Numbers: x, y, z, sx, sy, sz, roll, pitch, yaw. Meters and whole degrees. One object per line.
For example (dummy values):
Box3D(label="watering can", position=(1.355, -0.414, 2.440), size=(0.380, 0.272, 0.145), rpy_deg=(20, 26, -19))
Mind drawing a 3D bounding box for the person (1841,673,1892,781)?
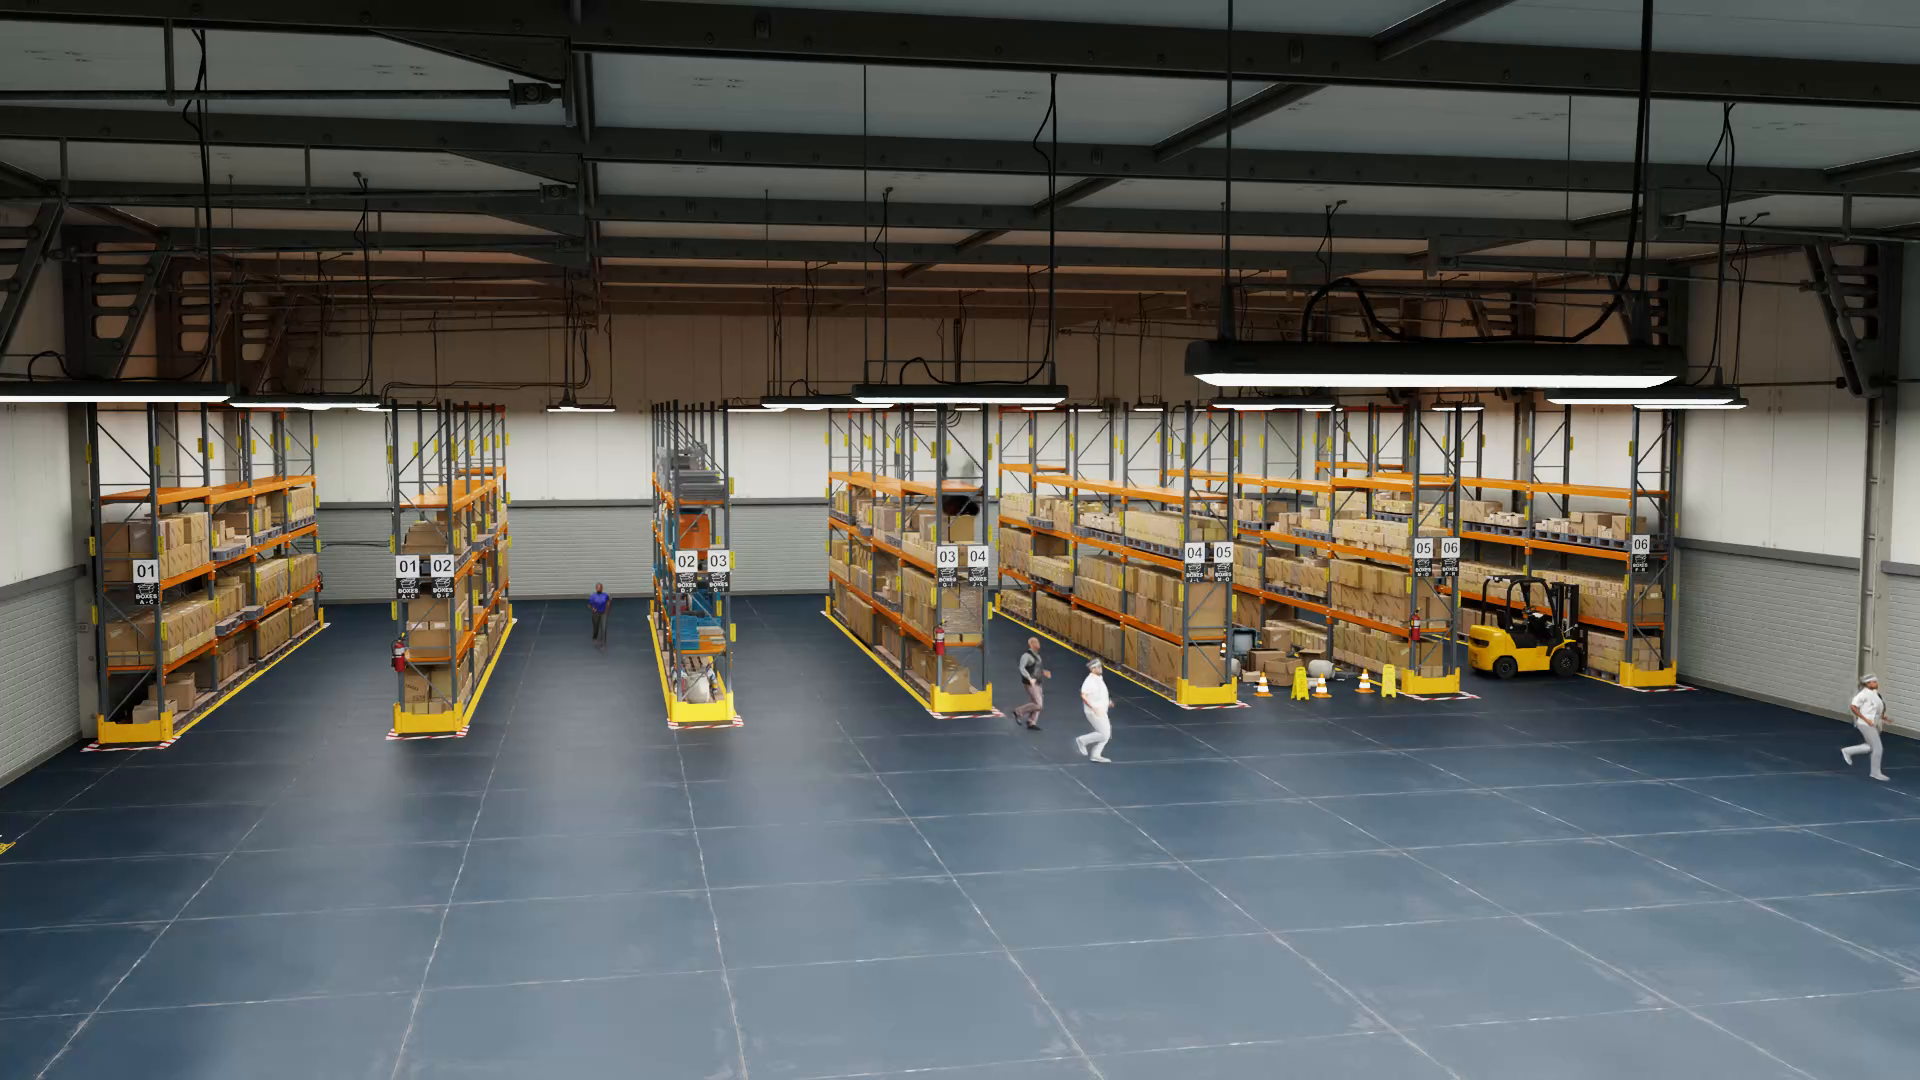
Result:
Box3D(label="person", position=(14.326, 2.923, 26.278), size=(0.577, 1.686, 0.738), rpy_deg=(-4, 6, -41))

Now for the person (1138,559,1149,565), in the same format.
Box3D(label="person", position=(5.673, 1.068, 50.958), size=(0.831, 1.686, 0.494), rpy_deg=(-1, 4, -15))

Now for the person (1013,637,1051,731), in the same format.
Box3D(label="person", position=(1.319, 2.610, 30.231), size=(0.627, 1.696, 0.656), rpy_deg=(2, 5, 25))

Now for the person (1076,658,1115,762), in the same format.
Box3D(label="person", position=(2.233, 2.798, 27.410), size=(0.592, 1.733, 0.679), rpy_deg=(1, 5, 18))

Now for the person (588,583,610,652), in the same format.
Box3D(label="person", position=(-8.791, 1.854, 40.480), size=(0.541, 1.646, 0.889), rpy_deg=(-2, 5, -20))
